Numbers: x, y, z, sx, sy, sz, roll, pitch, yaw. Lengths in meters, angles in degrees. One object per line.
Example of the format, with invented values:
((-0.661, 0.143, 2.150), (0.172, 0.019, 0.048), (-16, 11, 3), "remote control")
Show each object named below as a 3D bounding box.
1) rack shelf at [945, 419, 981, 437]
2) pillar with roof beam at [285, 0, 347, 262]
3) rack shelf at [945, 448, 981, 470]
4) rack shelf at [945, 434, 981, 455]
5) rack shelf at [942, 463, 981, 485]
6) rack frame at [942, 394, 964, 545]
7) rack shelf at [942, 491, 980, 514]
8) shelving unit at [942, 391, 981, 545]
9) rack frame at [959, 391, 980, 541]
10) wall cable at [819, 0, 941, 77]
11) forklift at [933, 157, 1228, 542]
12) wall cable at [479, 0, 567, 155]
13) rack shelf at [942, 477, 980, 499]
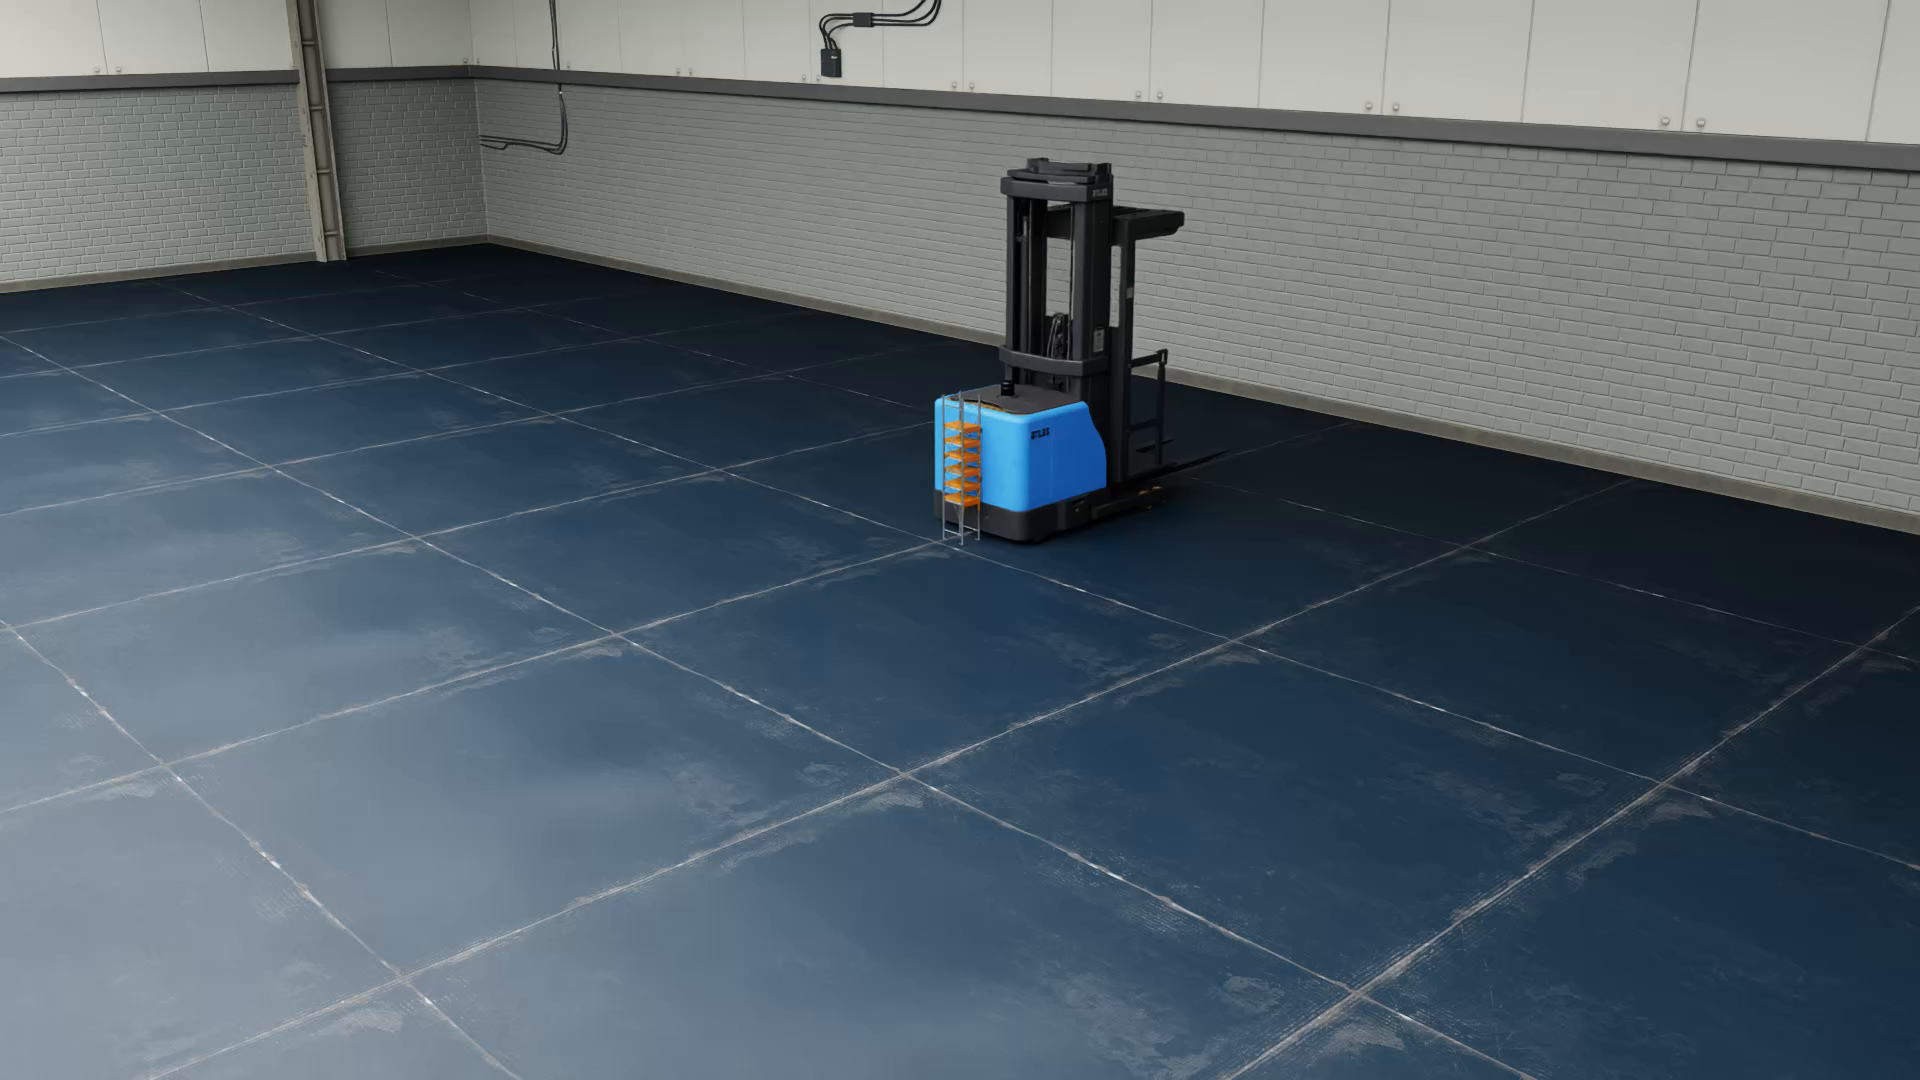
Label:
((0.011, -0.874, 13.212), (0.180, 0.103, 0.258), (-16, 24, -41), "rack shelf")
((-7.646, -8.040, 23.693), (0.400, 9.000, 9.100), (-16, 24, -41), "pillar with roof beam")
((0.011, -0.646, 13.286), (0.180, 0.103, 0.258), (-16, 24, -41), "rack shelf")
((0.011, -0.760, 13.249), (0.180, 0.103, 0.258), (-16, 24, -41), "rack shelf")
((0.011, -0.532, 13.323), (0.180, 0.103, 0.258), (-16, 24, -41), "rack shelf")
((-0.056, -0.554, 13.249), (0.006, 1.200, 0.240), (-16, 24, -41), "rack frame")
((0.011, -0.303, 13.397), (0.180, 0.103, 0.258), (-16, 24, -41), "rack shelf")
((0.011, -0.574, 13.309), (0.189, 1.200, 0.258), (-16, 24, -41), "shelving unit")
((0.077, -0.593, 13.369), (0.006, 1.200, 0.240), (-16, 24, -41), "rack frame")
((-1.043, -8.820, 20.583), (0.169, 6.003, 2.305), (-16, 24, -41), "wall cable")
((1.170, -1.752, 14.136), (1.130, 2.935, 3.031), (17, 24, 42), "forklift")
((-7.554, -7.856, 28.159), (0.112, 2.526, 3.097), (-16, 24, -41), "wall cable")
((0.011, -0.417, 13.360), (0.180, 0.103, 0.258), (-16, 24, -41), "rack shelf")
